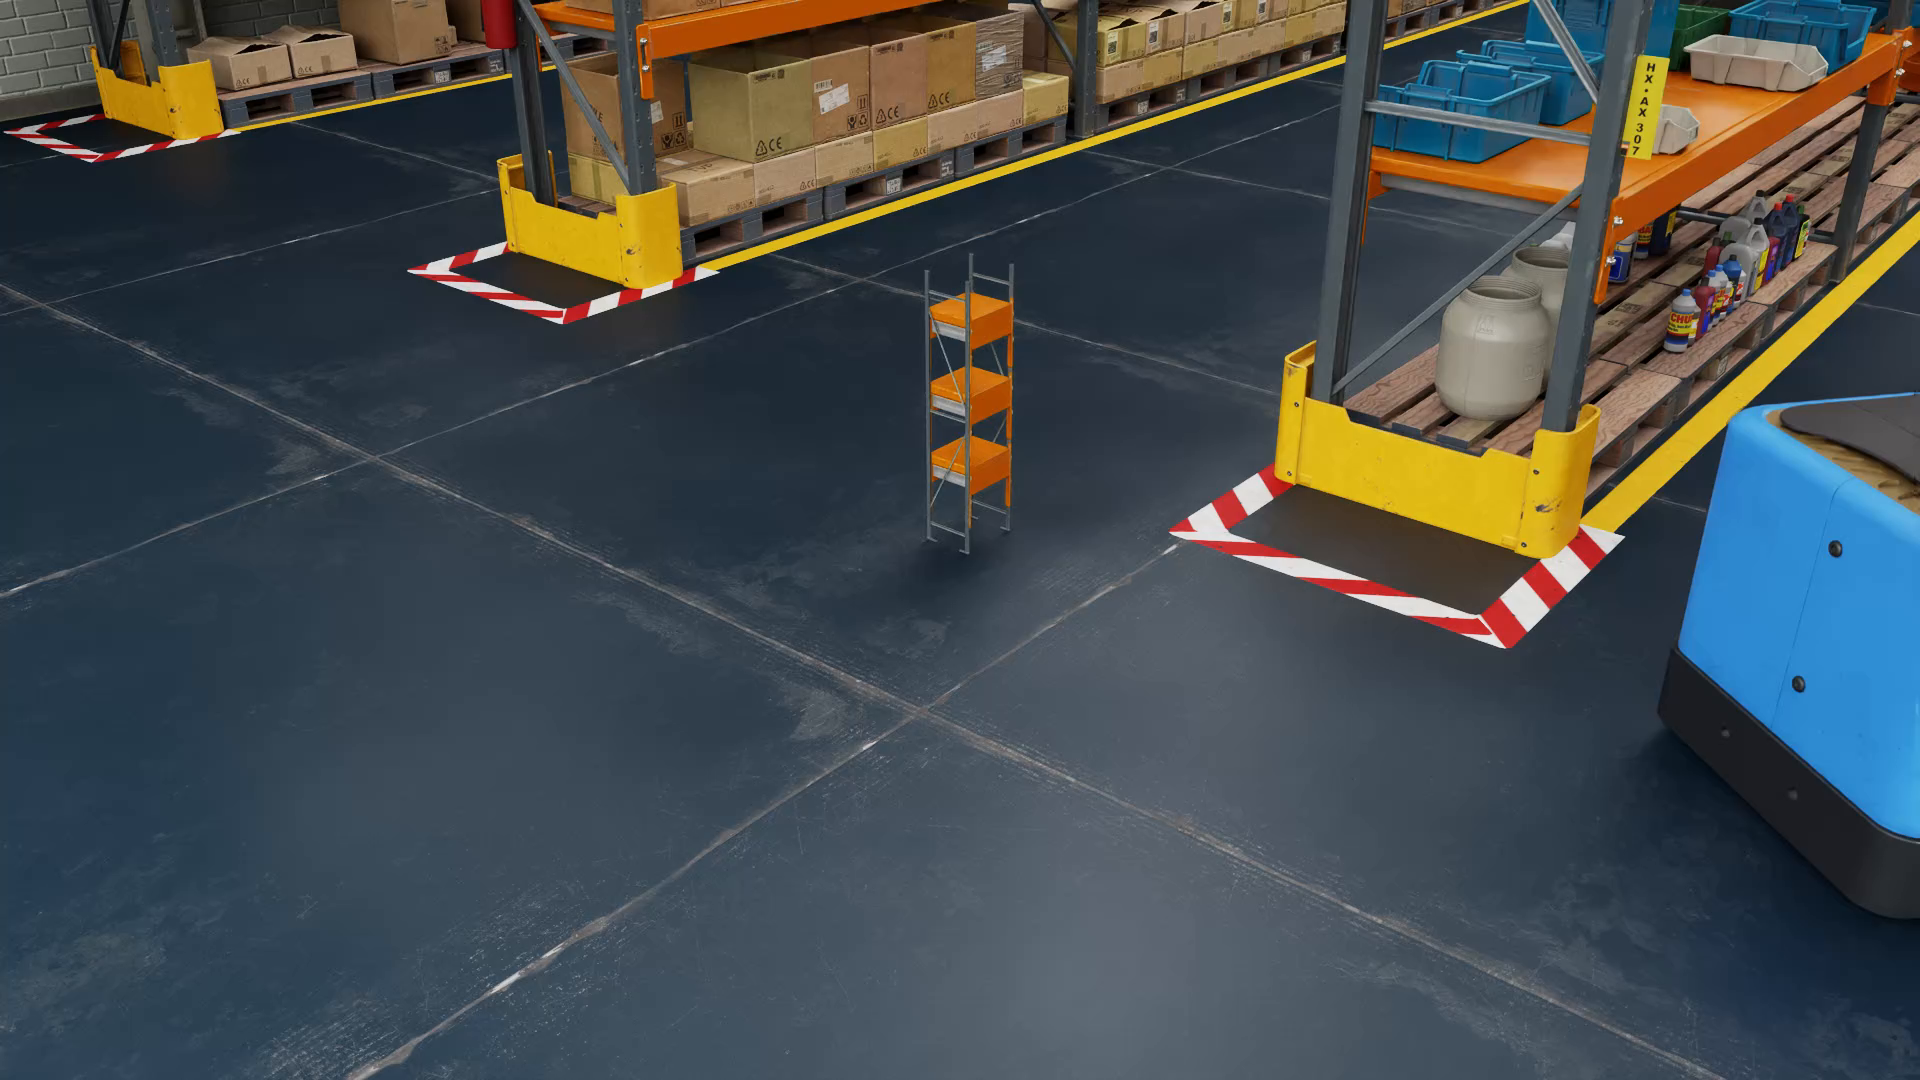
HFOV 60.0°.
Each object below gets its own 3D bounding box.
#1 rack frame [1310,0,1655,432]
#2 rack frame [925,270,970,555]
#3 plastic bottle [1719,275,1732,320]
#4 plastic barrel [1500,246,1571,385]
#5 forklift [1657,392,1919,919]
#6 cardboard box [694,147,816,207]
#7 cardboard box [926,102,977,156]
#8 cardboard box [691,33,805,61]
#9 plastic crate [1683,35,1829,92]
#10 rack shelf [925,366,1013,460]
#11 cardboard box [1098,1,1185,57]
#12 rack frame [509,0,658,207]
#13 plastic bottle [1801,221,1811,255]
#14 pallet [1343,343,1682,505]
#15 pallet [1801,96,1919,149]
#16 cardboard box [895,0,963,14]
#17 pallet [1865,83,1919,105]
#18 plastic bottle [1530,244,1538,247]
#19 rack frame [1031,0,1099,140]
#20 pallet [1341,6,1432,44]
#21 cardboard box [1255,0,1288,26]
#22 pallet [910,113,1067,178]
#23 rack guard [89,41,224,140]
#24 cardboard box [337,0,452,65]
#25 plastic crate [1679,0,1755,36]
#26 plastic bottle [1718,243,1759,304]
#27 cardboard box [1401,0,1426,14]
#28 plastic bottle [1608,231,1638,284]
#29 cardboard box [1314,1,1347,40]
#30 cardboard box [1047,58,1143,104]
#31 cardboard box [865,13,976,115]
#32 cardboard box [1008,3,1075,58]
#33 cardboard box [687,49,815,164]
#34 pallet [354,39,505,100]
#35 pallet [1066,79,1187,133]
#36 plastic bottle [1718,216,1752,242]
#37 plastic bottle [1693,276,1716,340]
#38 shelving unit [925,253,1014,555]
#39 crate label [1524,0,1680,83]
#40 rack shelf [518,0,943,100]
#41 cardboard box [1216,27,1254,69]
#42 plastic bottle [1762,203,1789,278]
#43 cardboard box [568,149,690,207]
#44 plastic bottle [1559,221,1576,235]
[{"bbox_3d":[1.799,-1.441,5.772,1.000,3.000,0.127,21,34,34],"label":"rack frame"},{"bbox_3d":[-0.044,-0.442,5.962,0.200,1.050,0.008,21,34,34],"label":"rack frame"},{"bbox_3d":[3.537,-1.138,7.752,0.097,0.201,0.097,0,27,0],"label":"plastic bottle"},{"bbox_3d":[2.477,-0.956,7.085,0.421,0.512,0.421,0,27,0],"label":"plastic barrel"},{"bbox_3d":[3.694,-0.641,4.300,3.031,2.935,1.130,-5,28,-10],"label":"forklift"},{"bbox_3d":[-1.193,-2.159,9.695,0.500,0.250,0.500,21,34,34],"label":"cardboard box"},{"bbox_3d":[-0.236,-2.690,10.720,0.500,0.250,0.500,21,34,34],"label":"cardboard box"},{"bbox_3d":[-1.285,-2.825,10.165,0.500,0.500,0.500,21,34,34],"label":"cardboard box"},{"bbox_3d":[3.506,-2.093,7.318,0.530,0.136,0.437,21,34,34],"label":"plastic crate"},{"bbox_3d":[0.034,-0.476,6.050,0.215,0.259,0.240,21,34,34],"label":"rack shelf"},{"bbox_3d":[1.301,-3.773,12.203,0.500,0.311,0.500,20,34,34],"label":"cardboard box"},{"bbox_3d":[-2.021,-2.890,8.573,1.000,3.000,0.127,21,34,34],"label":"rack frame"},{"bbox_3d":[4.353,-1.592,8.630,0.097,0.201,0.097,0,27,0],"label":"plastic bottle"},{"bbox_3d":[2.332,-0.530,7.045,1.003,0.211,1.213,21,34,34],"label":"pallet"},{"bbox_3d":[6.364,-2.776,11.386,1.003,0.211,1.213,21,34,34],"label":"pallet"},{"bbox_3d":[-0.325,-3.354,11.189,0.500,0.500,0.500,21,34,34],"label":"cardboard box"},{"bbox_3d":[7.356,-3.331,12.459,1.003,0.211,1.213,21,34,34],"label":"pallet"},{"bbox_3d":[2.689,-1.256,7.892,0.061,0.283,0.133,22,34,36],"label":"plastic bottle"},{"bbox_3d":[0.523,-4.309,11.314,1.000,3.000,0.127,21,34,34],"label":"rack frame"},{"bbox_3d":[3.571,-4.742,15.187,1.003,0.211,1.213,21,34,34],"label":"pallet"},{"bbox_3d":[2.275,-4.319,13.260,0.500,0.311,0.500,20,34,34],"label":"cardboard box"},{"bbox_3d":[-0.015,-2.800,11.433,1.003,0.211,1.213,21,34,34],"label":"pallet"},{"bbox_3d":[-5.798,-3.254,11.995,1.175,0.500,0.348,21,34,34],"label":"rack guard"},{"bbox_3d":[-4.469,-4.089,13.131,0.700,0.500,0.500,18,33,31],"label":"cardboard box"},{"bbox_3d":[3.912,-2.684,8.241,0.767,0.338,0.504,21,34,34],"label":"plastic crate"},{"bbox_3d":[3.722,-1.294,7.972,0.152,0.276,0.135,21,34,35],"label":"plastic bottle"},{"bbox_3d":[3.906,-5.077,15.041,0.500,0.500,0.500,19,33,33],"label":"cardboard box"},{"bbox_3d":[3.249,-1.428,8.232,0.152,0.276,0.135,21,34,34],"label":"plastic bottle"},{"bbox_3d":[2.921,-4.434,14.092,0.500,0.250,0.500,22,34,36],"label":"cardboard box"},{"bbox_3d":[0.971,-3.344,11.986,0.500,0.250,0.500,20,33,33],"label":"cardboard box"},{"bbox_3d":[-0.245,-3.026,10.555,0.500,0.500,0.500,21,34,34],"label":"cardboard box"},{"bbox_3d":[0.559,-3.750,12.160,0.500,0.311,0.500,21,34,34],"label":"cardboard box"},{"bbox_3d":[-1.192,-2.492,9.521,0.500,0.500,0.500,21,34,34],"label":"cardboard box"},{"bbox_3d":[-4.477,-3.834,13.431,1.003,0.211,1.213,21,34,34],"label":"pallet"},{"bbox_3d":[0.962,-3.343,12.482,1.003,0.211,1.213,21,34,34],"label":"pallet"},{"bbox_3d":[3.903,-1.499,8.369,0.152,0.276,0.135,21,34,34],"label":"plastic bottle"},{"bbox_3d":[3.350,-1.057,7.506,0.061,0.283,0.133,21,34,35],"label":"plastic bottle"},{"bbox_3d":[0.034,-0.485,6.045,0.215,1.050,0.252,21,34,34],"label":"shelving unit"},{"bbox_3d":[2.761,-2.189,7.178,0.502,0.435,0.616,21,34,34],"label":"crate label"},{"bbox_3d":[-0.749,-3.280,10.109,1.077,0.370,4.000,21,34,34],"label":"rack shelf"},{"bbox_3d":[1.949,-3.890,13.040,0.500,0.250,0.500,22,34,35],"label":"cardboard box"},{"bbox_3d":[4.034,-1.498,8.285,0.144,0.351,0.185,19,33,32],"label":"plastic bottle"},{"bbox_3d":[-1.908,-2.132,9.642,0.500,0.250,0.500,21,34,34],"label":"cardboard box"},{"bbox_3d":[3.001,-1.430,8.154,0.144,0.351,0.185,22,35,36],"label":"plastic bottle"}]
